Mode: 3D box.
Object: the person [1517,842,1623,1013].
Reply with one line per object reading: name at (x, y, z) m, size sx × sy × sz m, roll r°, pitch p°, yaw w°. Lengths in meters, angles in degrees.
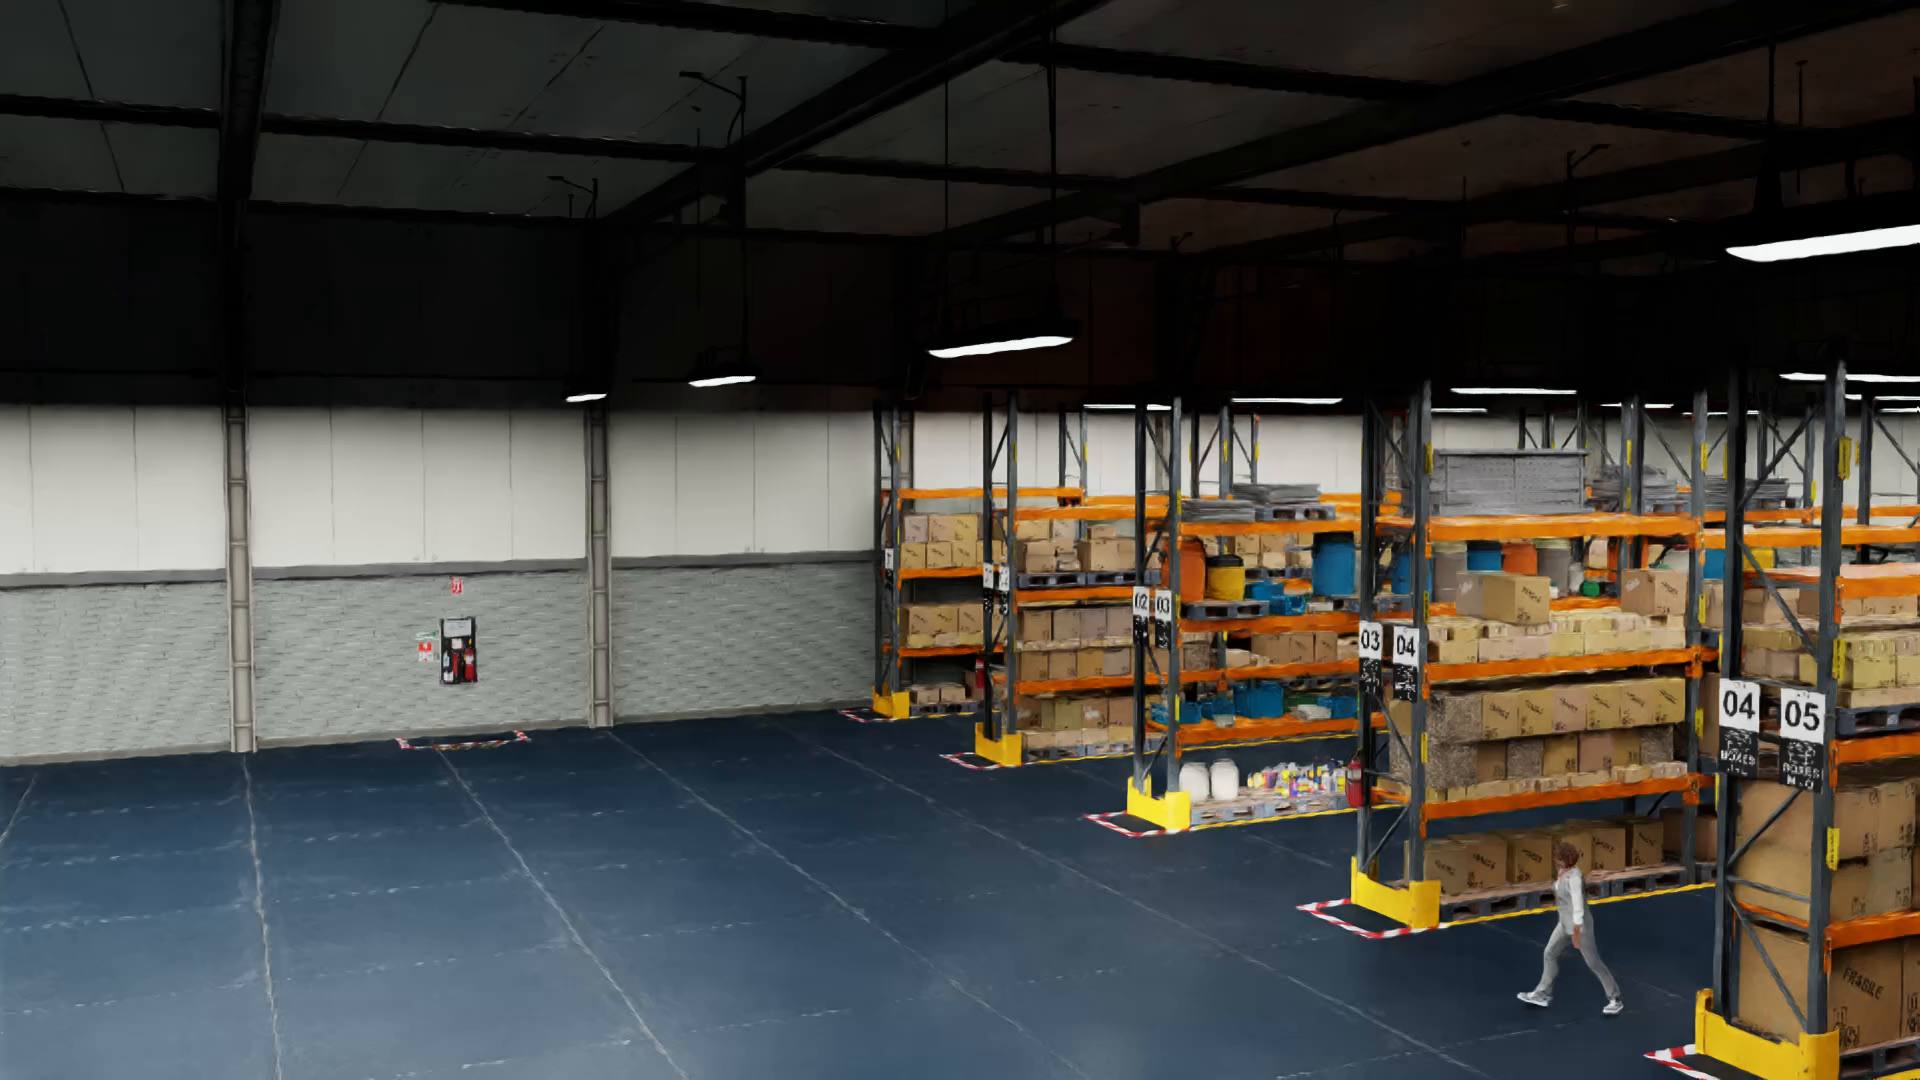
person at (5.573, 3.510, 15.103) m, size 0.885 × 1.541 × 0.458 m, roll 0°, pitch 3°, yaw 0°
